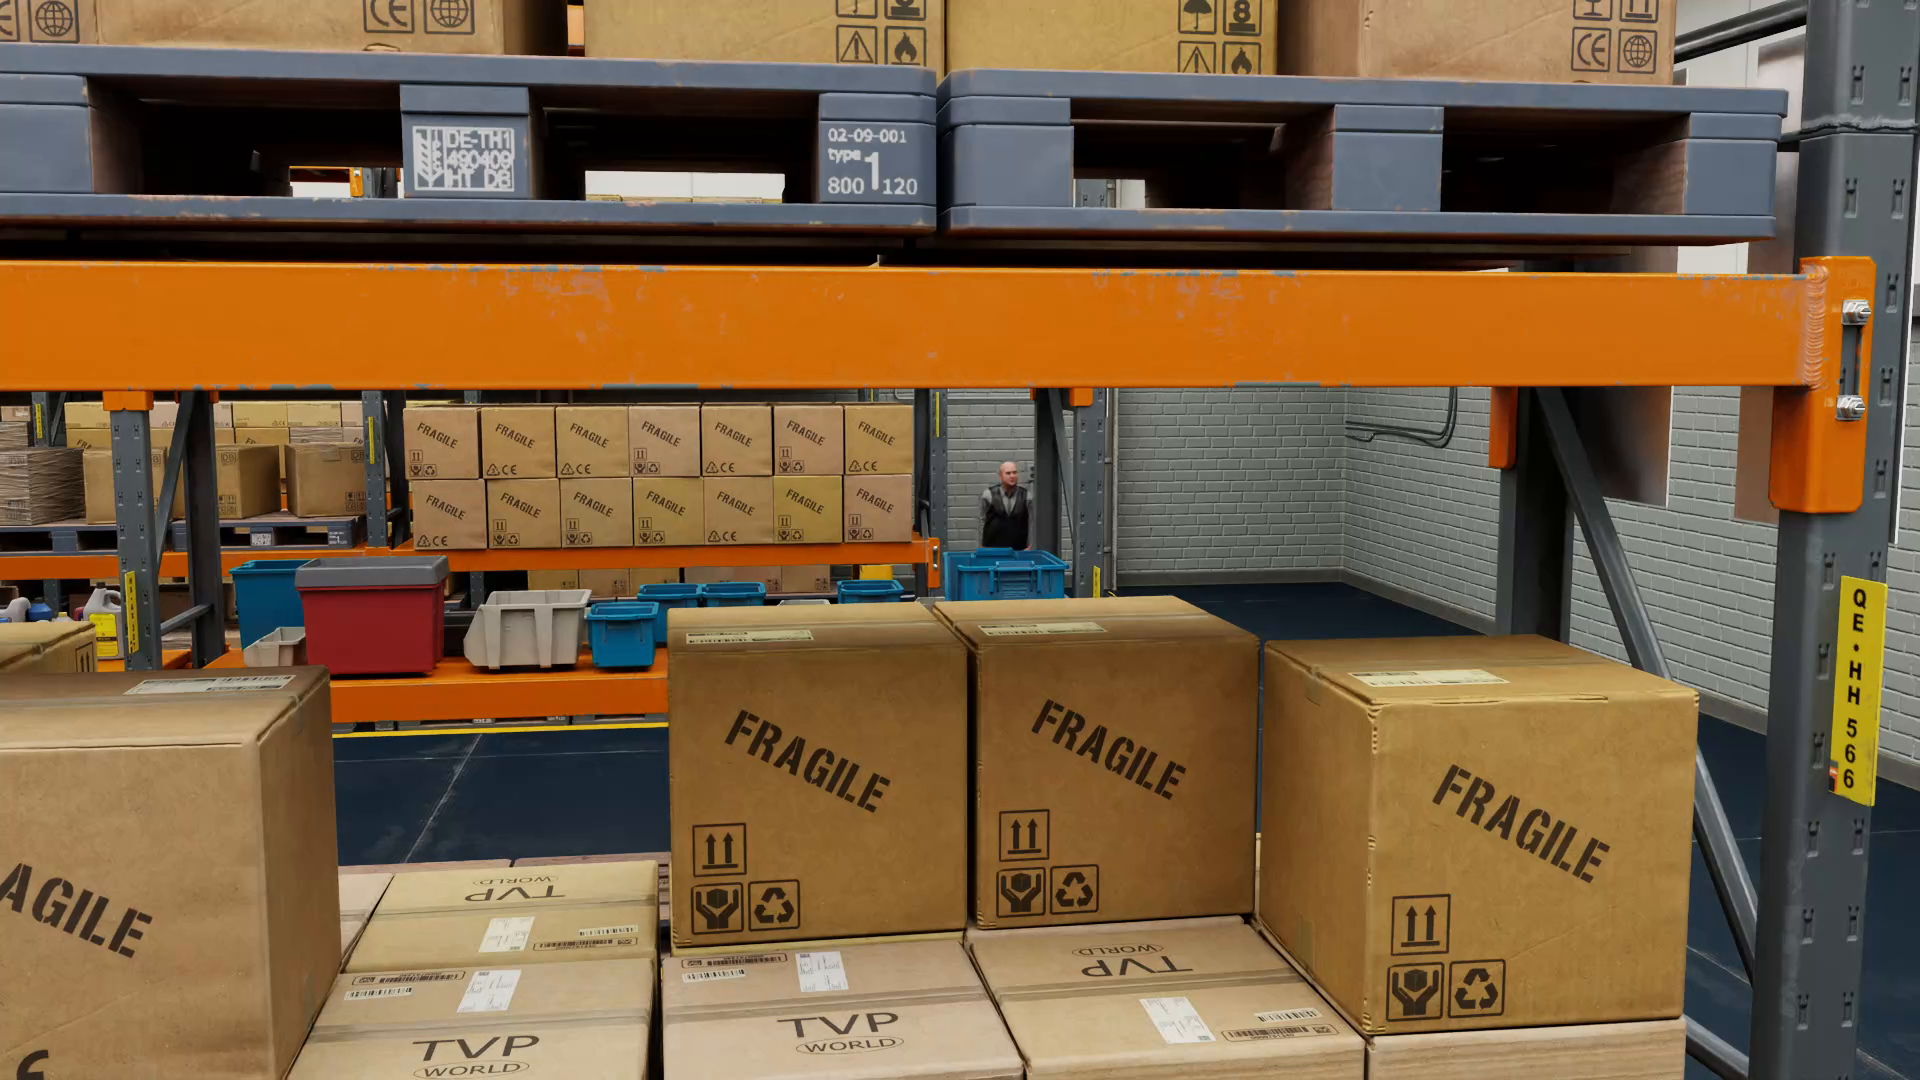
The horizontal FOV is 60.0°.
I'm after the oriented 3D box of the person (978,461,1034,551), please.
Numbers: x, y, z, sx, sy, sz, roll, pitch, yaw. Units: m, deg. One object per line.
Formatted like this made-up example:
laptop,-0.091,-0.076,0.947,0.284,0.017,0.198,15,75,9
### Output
person,0.464,0.089,15.567,0.547,1.652,1.067,-1,7,-9
